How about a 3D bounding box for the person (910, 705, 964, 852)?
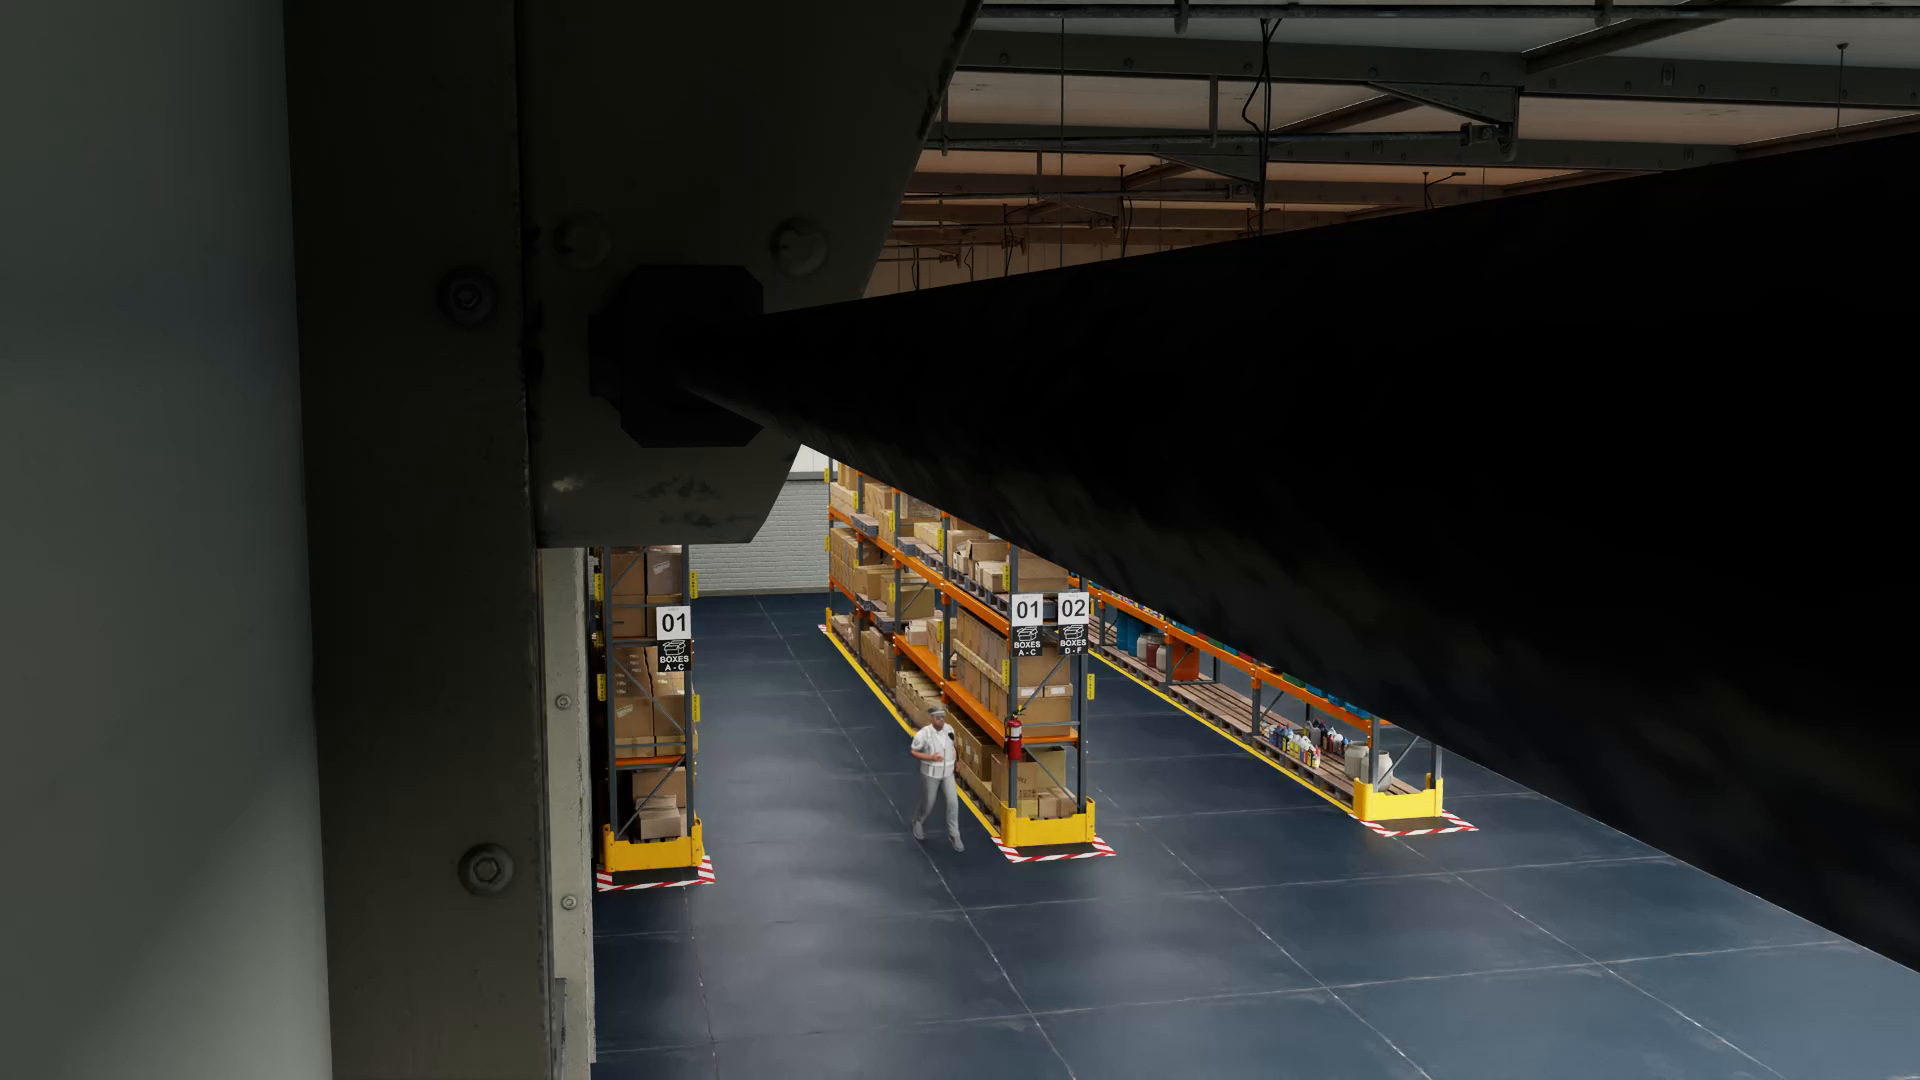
[{"bbox_3d":[-0.290,2.949,20.955,0.701,1.804,0.927,-3,8,-26],"label":"person"}]
